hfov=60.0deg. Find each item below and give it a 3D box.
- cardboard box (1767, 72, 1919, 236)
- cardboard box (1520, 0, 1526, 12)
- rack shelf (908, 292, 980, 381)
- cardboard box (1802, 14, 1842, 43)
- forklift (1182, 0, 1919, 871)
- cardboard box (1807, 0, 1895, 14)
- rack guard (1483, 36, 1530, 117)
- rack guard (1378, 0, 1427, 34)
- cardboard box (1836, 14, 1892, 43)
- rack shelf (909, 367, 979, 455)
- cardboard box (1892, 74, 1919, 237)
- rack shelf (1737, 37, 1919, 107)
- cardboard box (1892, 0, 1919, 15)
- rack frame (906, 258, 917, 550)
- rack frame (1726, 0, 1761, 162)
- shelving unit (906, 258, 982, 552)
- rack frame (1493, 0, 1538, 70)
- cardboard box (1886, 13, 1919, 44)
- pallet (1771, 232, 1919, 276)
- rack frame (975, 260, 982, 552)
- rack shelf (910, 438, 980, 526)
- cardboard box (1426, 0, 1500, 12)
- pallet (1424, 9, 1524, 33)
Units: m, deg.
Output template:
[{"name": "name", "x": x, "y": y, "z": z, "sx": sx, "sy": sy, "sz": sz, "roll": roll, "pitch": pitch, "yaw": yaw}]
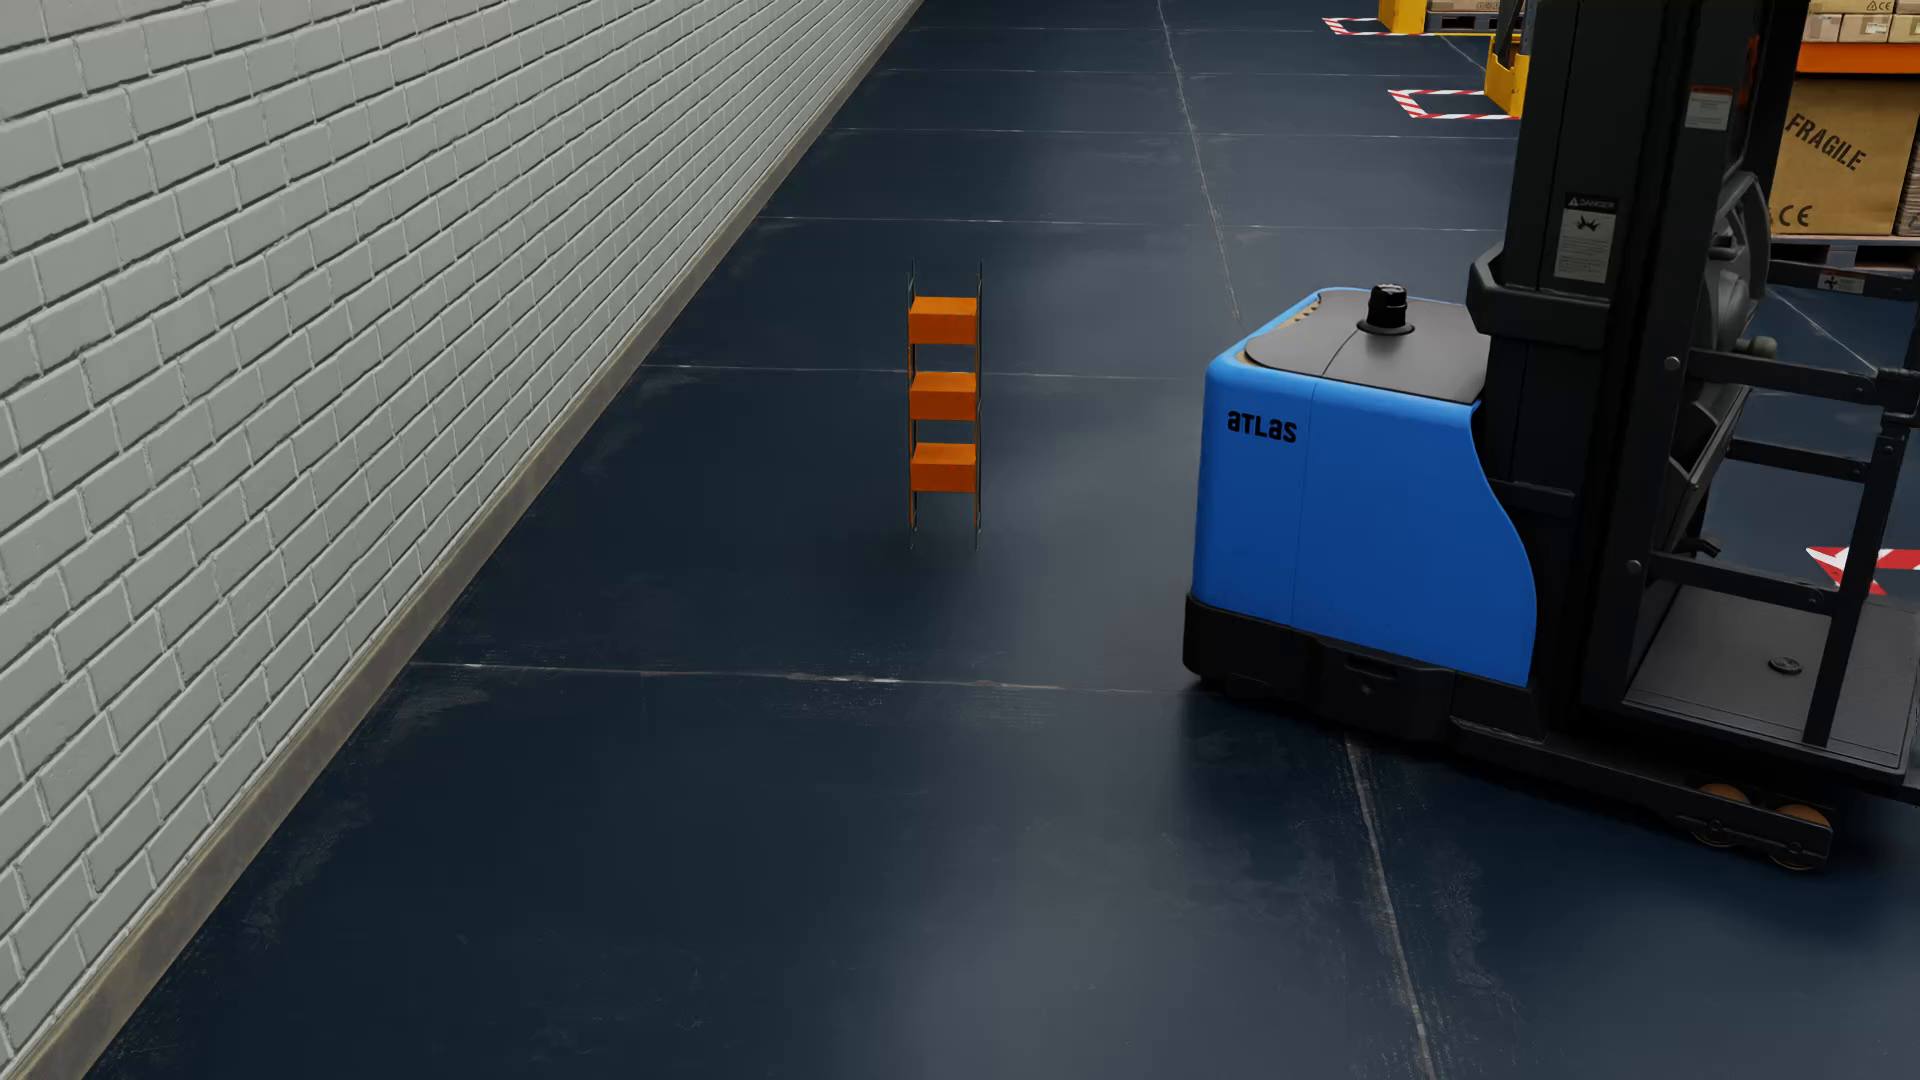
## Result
[{"name": "cardboard box", "x": 4.932, "y": -2.331, "z": 9.767, "sx": 0.875, "sy": 0.875, "sz": 0.875, "roll": 2, "pitch": 25, "yaw": 4}, {"name": "cardboard box", "x": 6.626, "y": -6.244, "z": 18.795, "sx": 0.875, "sy": 0.438, "sz": 0.875, "roll": 2, "pitch": 25, "yaw": 5}, {"name": "rack shelf", "x": -0.053, "y": -0.727, "z": 5.920, "sx": 0.240, "sy": 0.259, "sz": 0.215, "roll": 2, "pitch": 25, "yaw": 4}, {"name": "cardboard box", "x": 4.617, "y": -2.829, "z": 9.111, "sx": 0.250, "sy": 0.149, "sz": 0.380, "roll": 2, "pitch": 25, "yaw": 5}, {"name": "forklift", "x": 2.225, "y": -0.719, "z": 4.306, "sx": 3.031, "sy": 2.935, "sz": 1.130, "roll": 15, "pitch": 28, "yaw": 29}, {"name": "cardboard box", "x": 4.746, "y": -3.032, "z": 9.073, "sx": 0.500, "sy": 0.250, "sz": 0.500, "roll": 1, "pitch": 25, "yaw": 3}, {"name": "rack guard", "x": 4.844, "y": -4.018, "z": 14.385, "sx": 0.348, "sy": 0.500, "sz": 1.175, "roll": 2, "pitch": 25, "yaw": 4}, {"name": "rack guard", "x": 5.023, "y": -6.088, "z": 18.883, "sx": 0.348, "sy": 0.500, "sz": 1.175, "roll": 2, "pitch": 25, "yaw": 4}, {"name": "cardboard box", "x": 4.873, "y": -2.822, "z": 9.095, "sx": 0.250, "sy": 0.149, "sz": 0.380, "roll": 1, "pitch": 25, "yaw": 3}, {"name": "rack shelf", "x": -0.053, "y": -0.469, "z": 6.039, "sx": 0.240, "sy": 0.259, "sz": 0.215, "roll": 2, "pitch": 25, "yaw": 4}, {"name": "cardboard box", "x": 5.840, "y": -2.302, "z": 9.703, "sx": 0.875, "sy": 0.875, "sz": 0.875, "roll": 2, "pitch": 25, "yaw": 4}, {"name": "rack shelf", "x": 6.282, "y": -2.702, "z": 9.394, "sx": 4.000, "sy": 0.370, "sz": 1.077, "roll": 2, "pitch": 25, "yaw": 4}, {"name": "cardboard box", "x": 5.265, "y": -3.018, "z": 9.043, "sx": 0.500, "sy": 0.250, "sz": 0.500, "roll": 2, "pitch": 25, "yaw": 3}, {"name": "rack frame", "x": -0.175, "y": -0.483, "z": 6.043, "sx": 0.008, "sy": 1.050, "sz": 0.200, "roll": 2, "pitch": 25, "yaw": 4}, {"name": "rack frame", "x": 4.288, "y": -3.092, "z": 9.382, "sx": 0.127, "sy": 3.000, "sz": 1.000, "roll": 2, "pitch": 25, "yaw": 4}, {"name": "shelving unit", "x": -0.053, "y": -0.479, "z": 6.034, "sx": 0.252, "sy": 1.050, "sz": 0.215, "roll": 2, "pitch": 25, "yaw": 4}, {"name": "rack frame", "x": 4.768, "y": -5.156, "z": 13.868, "sx": 0.127, "sy": 3.000, "sz": 1.000, "roll": 2, "pitch": 25, "yaw": 4}, {"name": "cardboard box", "x": 5.128, "y": -2.814, "z": 9.077, "sx": 0.250, "sy": 0.149, "sz": 0.380, "roll": 1, "pitch": 25, "yaw": 3}, {"name": "pallet", "x": 5.091, "y": -1.833, "z": 9.980, "sx": 1.213, "sy": 0.211, "sz": 1.003, "roll": 2, "pitch": 25, "yaw": 4}, {"name": "rack frame", "x": 0.068, "y": -0.475, "z": 6.026, "sx": 0.008, "sy": 1.050, "sz": 0.200, "roll": 2, "pitch": 25, "yaw": 4}, {"name": "rack shelf", "x": -0.053, "y": -0.217, "z": 6.155, "sx": 0.240, "sy": 0.259, "sz": 0.215, "roll": 2, "pitch": 25, "yaw": 4}, {"name": "cardboard box", "x": 5.712, "y": -6.270, "z": 18.851, "sx": 0.875, "sy": 0.438, "sz": 0.875, "roll": 1, "pitch": 25, "yaw": 2}, {"name": "pallet", "x": 5.850, "y": -5.963, "z": 18.957, "sx": 1.213, "sy": 0.211, "sz": 1.003, "roll": 2, "pitch": 25, "yaw": 4}]
